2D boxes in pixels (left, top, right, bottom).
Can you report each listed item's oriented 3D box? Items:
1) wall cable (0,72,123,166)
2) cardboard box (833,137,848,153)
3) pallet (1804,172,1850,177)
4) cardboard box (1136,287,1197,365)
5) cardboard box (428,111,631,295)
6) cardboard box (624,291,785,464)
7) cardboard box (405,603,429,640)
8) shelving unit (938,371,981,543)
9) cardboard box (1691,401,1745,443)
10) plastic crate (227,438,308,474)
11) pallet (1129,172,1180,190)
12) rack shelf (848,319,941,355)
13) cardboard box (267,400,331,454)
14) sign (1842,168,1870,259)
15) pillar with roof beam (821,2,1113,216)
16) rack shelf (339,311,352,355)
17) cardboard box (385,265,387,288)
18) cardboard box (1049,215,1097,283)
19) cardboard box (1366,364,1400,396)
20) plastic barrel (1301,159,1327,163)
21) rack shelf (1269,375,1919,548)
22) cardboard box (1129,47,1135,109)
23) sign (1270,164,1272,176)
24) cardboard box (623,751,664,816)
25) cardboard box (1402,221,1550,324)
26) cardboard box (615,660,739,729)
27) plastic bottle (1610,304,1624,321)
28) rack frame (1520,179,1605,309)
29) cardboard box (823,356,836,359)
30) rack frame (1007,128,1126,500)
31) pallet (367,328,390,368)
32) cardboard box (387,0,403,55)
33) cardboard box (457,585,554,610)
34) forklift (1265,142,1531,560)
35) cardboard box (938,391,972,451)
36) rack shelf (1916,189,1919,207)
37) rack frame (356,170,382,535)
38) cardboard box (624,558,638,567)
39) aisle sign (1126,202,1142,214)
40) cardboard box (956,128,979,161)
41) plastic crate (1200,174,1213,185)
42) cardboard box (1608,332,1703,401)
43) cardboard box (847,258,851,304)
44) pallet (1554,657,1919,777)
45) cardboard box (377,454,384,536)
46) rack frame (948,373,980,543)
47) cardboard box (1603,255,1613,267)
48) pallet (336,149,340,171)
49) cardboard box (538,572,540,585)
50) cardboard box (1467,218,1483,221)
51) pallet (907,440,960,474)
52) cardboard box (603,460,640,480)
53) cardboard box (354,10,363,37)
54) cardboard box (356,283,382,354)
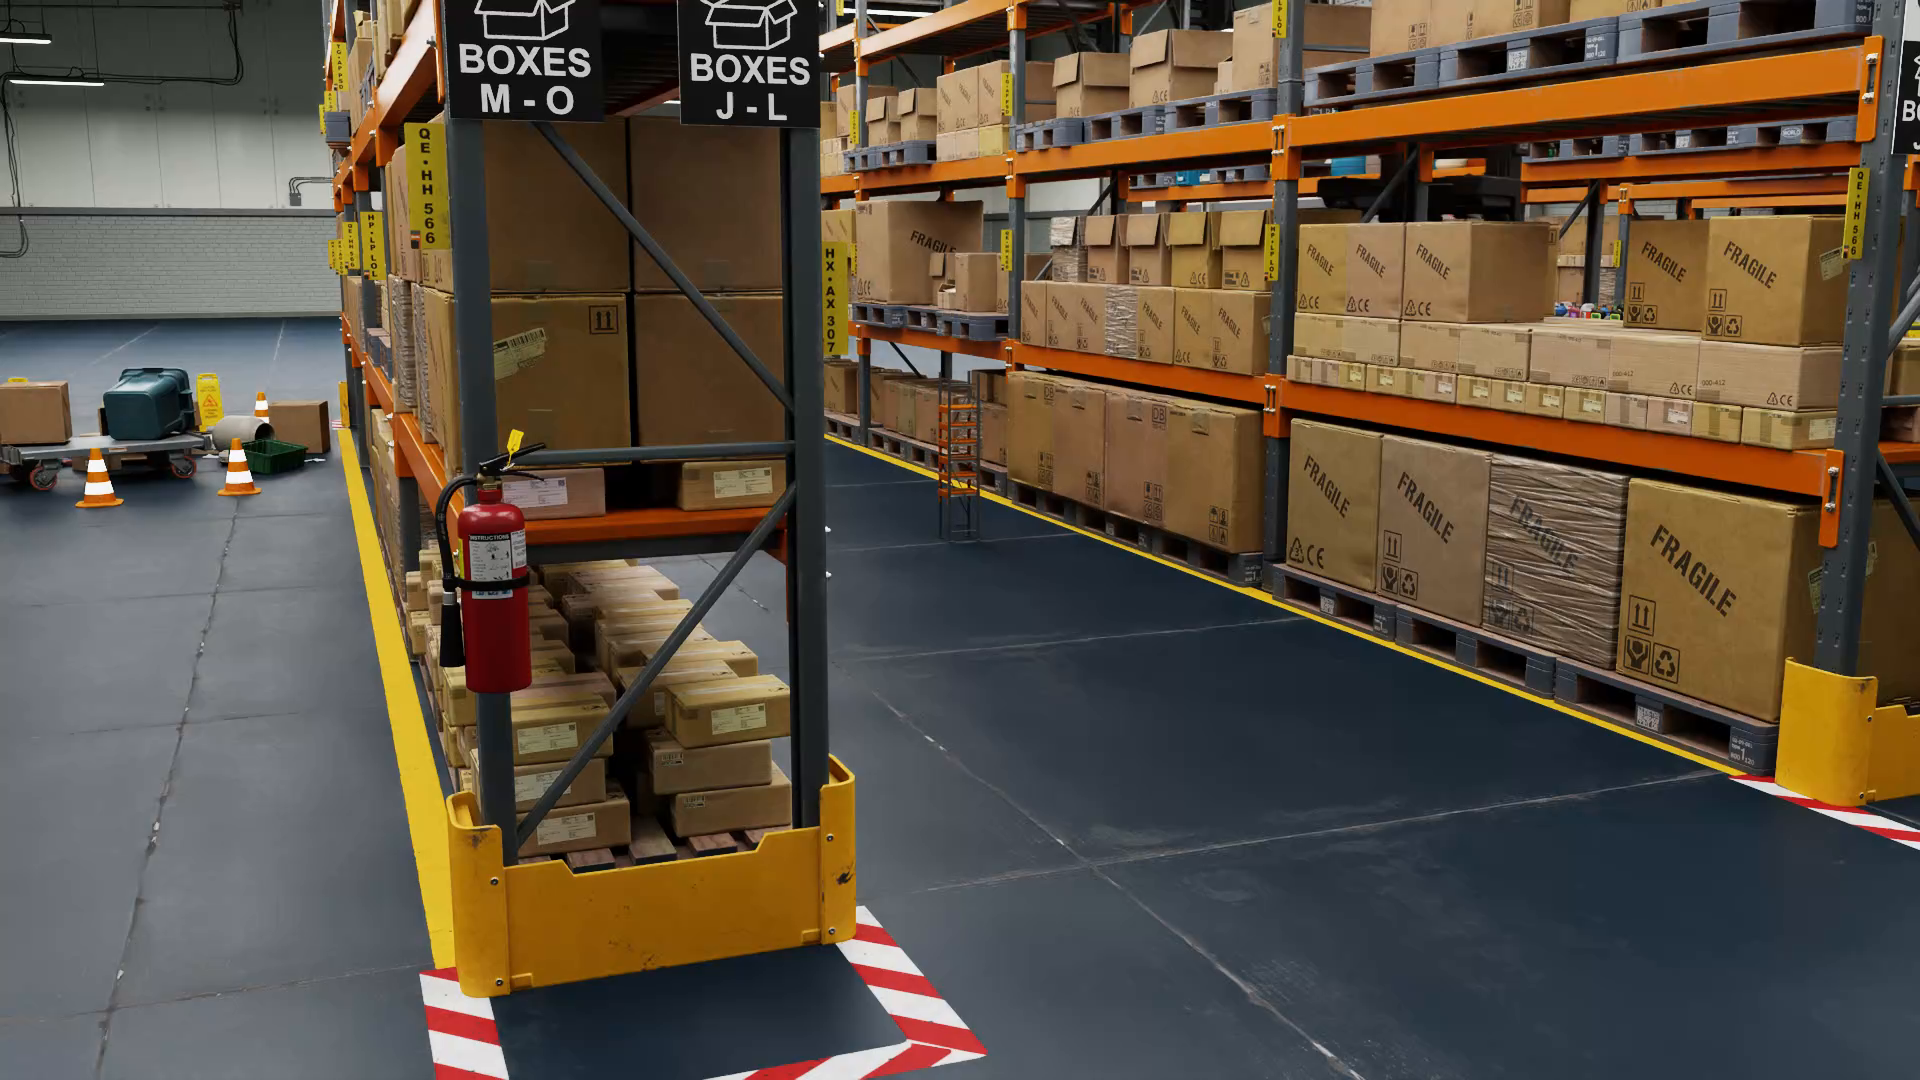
[{"bbox_3d":[-24.651,-11.577,45.752,3.097,2.526,0.112,-4,11,-21],"label":"wall cable"},{"bbox_3d":[-1.138,-4.213,17.767,0.380,0.149,0.250,-4,11,-24],"label":"cardboard box"},{"bbox_3d":[9.787,-3.959,17.584,1.213,0.211,1.003,-3,11,-18],"label":"pallet"},{"bbox_3d":[1.539,-1.463,11.295,0.500,0.500,0.500,-4,11,-22],"label":"cardboard box"},{"bbox_3d":[-1.276,-0.984,4.899,0.500,0.500,0.500,-4,11,-22],"label":"cardboard box"},{"bbox_3d":[-0.784,-0.524,5.166,0.500,0.500,0.500,-3,11,-18],"label":"cardboard box"},{"bbox_3d":[-2.496,0.386,8.125,0.380,0.149,0.250,-4,11,-23],"label":"cardboard box"},{"bbox_3d":[-0.005,-0.593,11.828,0.258,1.200,0.189,-4,11,-21],"label":"shelving unit"},{"bbox_3d":[3.249,-0.492,6.837,0.380,0.149,0.250,-4,11,-20],"label":"cardboard box"},{"bbox_3d":[-6.511,-0.785,15.636,0.450,0.188,0.662,11,12,7],"label":"plastic crate"},{"bbox_3d":[2.808,-4.704,21.776,1.003,0.211,1.213,-4,11,-21],"label":"pallet"},{"bbox_3d":[-1.292,-2.467,19.277,1.077,0.370,4.000,-4,11,-21],"label":"rack shelf"},{"bbox_3d":[-6.746,-1.155,16.979,0.500,0.500,0.500,-2,10,-11],"label":"cardboard box"},{"bbox_3d":[3.270,-1.190,6.065,0.100,0.325,0.005,-4,11,-21],"label":"sign"},{"bbox_3d":[0.183,-10.629,45.979,9.100,9.000,0.548,-4,11,-21],"label":"pillar with roof beam"},{"bbox_3d":[-5.952,-2.169,17.600,1.077,0.370,4.000,-4,11,-21],"label":"rack shelf"},{"bbox_3d":[-3.511,-1.704,10.756,0.380,0.149,0.250,-4,11,-23],"label":"cardboard box"},{"bbox_3d":[1.132,-2.264,12.935,0.797,0.503,0.637,-4,11,-19],"label":"cardboard box"},{"bbox_3d":[2.417,-0.867,8.947,0.380,0.149,0.250,-4,11,-22],"label":"cardboard box"},{"bbox_3d":[4.076,-4.630,19.302,0.421,0.512,0.421,0,10,0],"label":"plastic barrel"},{"bbox_3d":[3.056,-0.508,8.266,1.077,0.370,4.000,-4,11,-21],"label":"rack shelf"},{"bbox_3d":[1.565,-3.344,12.106,0.500,0.500,0.500,-3,11,-18],"label":"cardboard box"},{"bbox_3d":[3.532,-4.257,18.697,0.100,0.325,0.005,-4,11,-21],"label":"sign"},{"bbox_3d":[-0.941,0.816,5.709,0.380,0.149,0.250,-4,11,-21],"label":"cardboard box"},{"bbox_3d":[2.631,-1.371,8.498,0.500,0.500,0.500,-4,11,-23],"label":"cardboard box"},{"bbox_3d":[-0.964,0.522,5.664,0.380,0.149,0.250,-4,11,-20],"label":"cardboard box"},{"bbox_3d":[5.611,-1.869,14.198,0.061,0.283,0.133,-4,11,-21],"label":"plastic bottle"},{"bbox_3d":[5.498,-2.156,15.476,1.000,3.000,0.127,-4,11,-21],"label":"rack frame"},{"bbox_3d":[-1.807,-2.021,20.653,0.500,0.500,0.500,-2,10,-10],"label":"cardboard box"},{"bbox_3d":[0.882,-1.842,13.709,1.000,3.000,0.127,-4,11,-21],"label":"rack frame"},{"bbox_3d":[-3.420,-1.339,11.433,1.213,0.211,1.003,-4,11,-21],"label":"pallet"},{"bbox_3d":[-1.860,-1.948,6.171,0.500,0.250,0.500,-3,11,-18],"label":"cardboard box"},{"bbox_3d":[-1.907,0.297,6.929,0.380,0.149,0.250,-4,11,-23],"label":"cardboard box"},{"bbox_3d":[2.975,-1.301,10.864,1.130,2.935,3.031,7,12,34],"label":"forklift"},{"bbox_3d":[0.196,-1.118,15.519,0.700,0.500,0.500,-3,11,-16],"label":"cardboard box"},{"bbox_3d":[10.841,-3.266,15.204,1.077,0.370,4.000,-4,11,-21],"label":"rack shelf"},{"bbox_3d":[-3.778,-1.543,12.032,1.000,3.000,0.127,-4,11,-21],"label":"rack frame"},{"bbox_3d":[-1.730,0.134,7.842,0.380,0.149,0.250,-4,11,-21],"label":"cardboard box"},{"bbox_3d":[2.300,-4.735,22.551,0.394,0.787,0.004,-4,11,-21],"label":"aisle sign"},{"bbox_3d":[0.289,-3.387,14.258,0.500,0.250,0.500,-4,11,-21],"label":"cardboard box"},{"bbox_3d":[3.090,-4.392,20.235,0.243,0.136,0.396,-4,11,-21],"label":"plastic crate"},{"bbox_3d":[3.175,-0.754,7.170,0.500,0.250,0.500,-4,11,-22],"label":"cardboard box"},{"bbox_3d":[-0.822,-2.851,18.251,0.875,0.500,0.500,-4,11,-21],"label":"cardboard box"},{"bbox_3d":[3.418,0.712,7.318,1.003,0.211,1.213,-4,11,-21],"label":"pallet"},{"bbox_3d":[-3.574,-0.306,11.014,0.500,0.500,0.500,-4,11,-20],"label":"cardboard box"},{"bbox_3d":[0.028,-0.578,11.744,0.240,1.200,0.006,-4,11,-21],"label":"rack frame"},{"bbox_3d":[8.368,-3.522,21.017,0.380,0.149,0.250,-4,11,-21],"label":"cardboard box"},{"bbox_3d":[-5.952,-3.962,17.319,1.003,0.211,1.213,-4,11,-21],"label":"pallet"},{"bbox_3d":[-1.918,0.191,8.372,0.380,0.149,0.250,-4,11,-20],"label":"cardboard box"},{"bbox_3d":[7.589,-4.292,23.496,0.700,0.500,0.500,-4,11,-22],"label":"cardboard box"},{"bbox_3d":[0.162,-0.795,15.788,1.003,0.211,1.213,-4,11,-21],"label":"pallet"},{"bbox_3d":[-1.091,-0.307,5.801,0.380,0.149,0.250,-3,11,-18],"label":"cardboard box"},{"bbox_3d":[-3.701,-3.279,10.750,0.396,0.266,0.258,-4,11,-21],"label":"cardboard box"},{"bbox_3d":[-4.191,-1.649,12.340,0.500,0.500,0.500,-4,11,-21],"label":"cardboard box"}]
